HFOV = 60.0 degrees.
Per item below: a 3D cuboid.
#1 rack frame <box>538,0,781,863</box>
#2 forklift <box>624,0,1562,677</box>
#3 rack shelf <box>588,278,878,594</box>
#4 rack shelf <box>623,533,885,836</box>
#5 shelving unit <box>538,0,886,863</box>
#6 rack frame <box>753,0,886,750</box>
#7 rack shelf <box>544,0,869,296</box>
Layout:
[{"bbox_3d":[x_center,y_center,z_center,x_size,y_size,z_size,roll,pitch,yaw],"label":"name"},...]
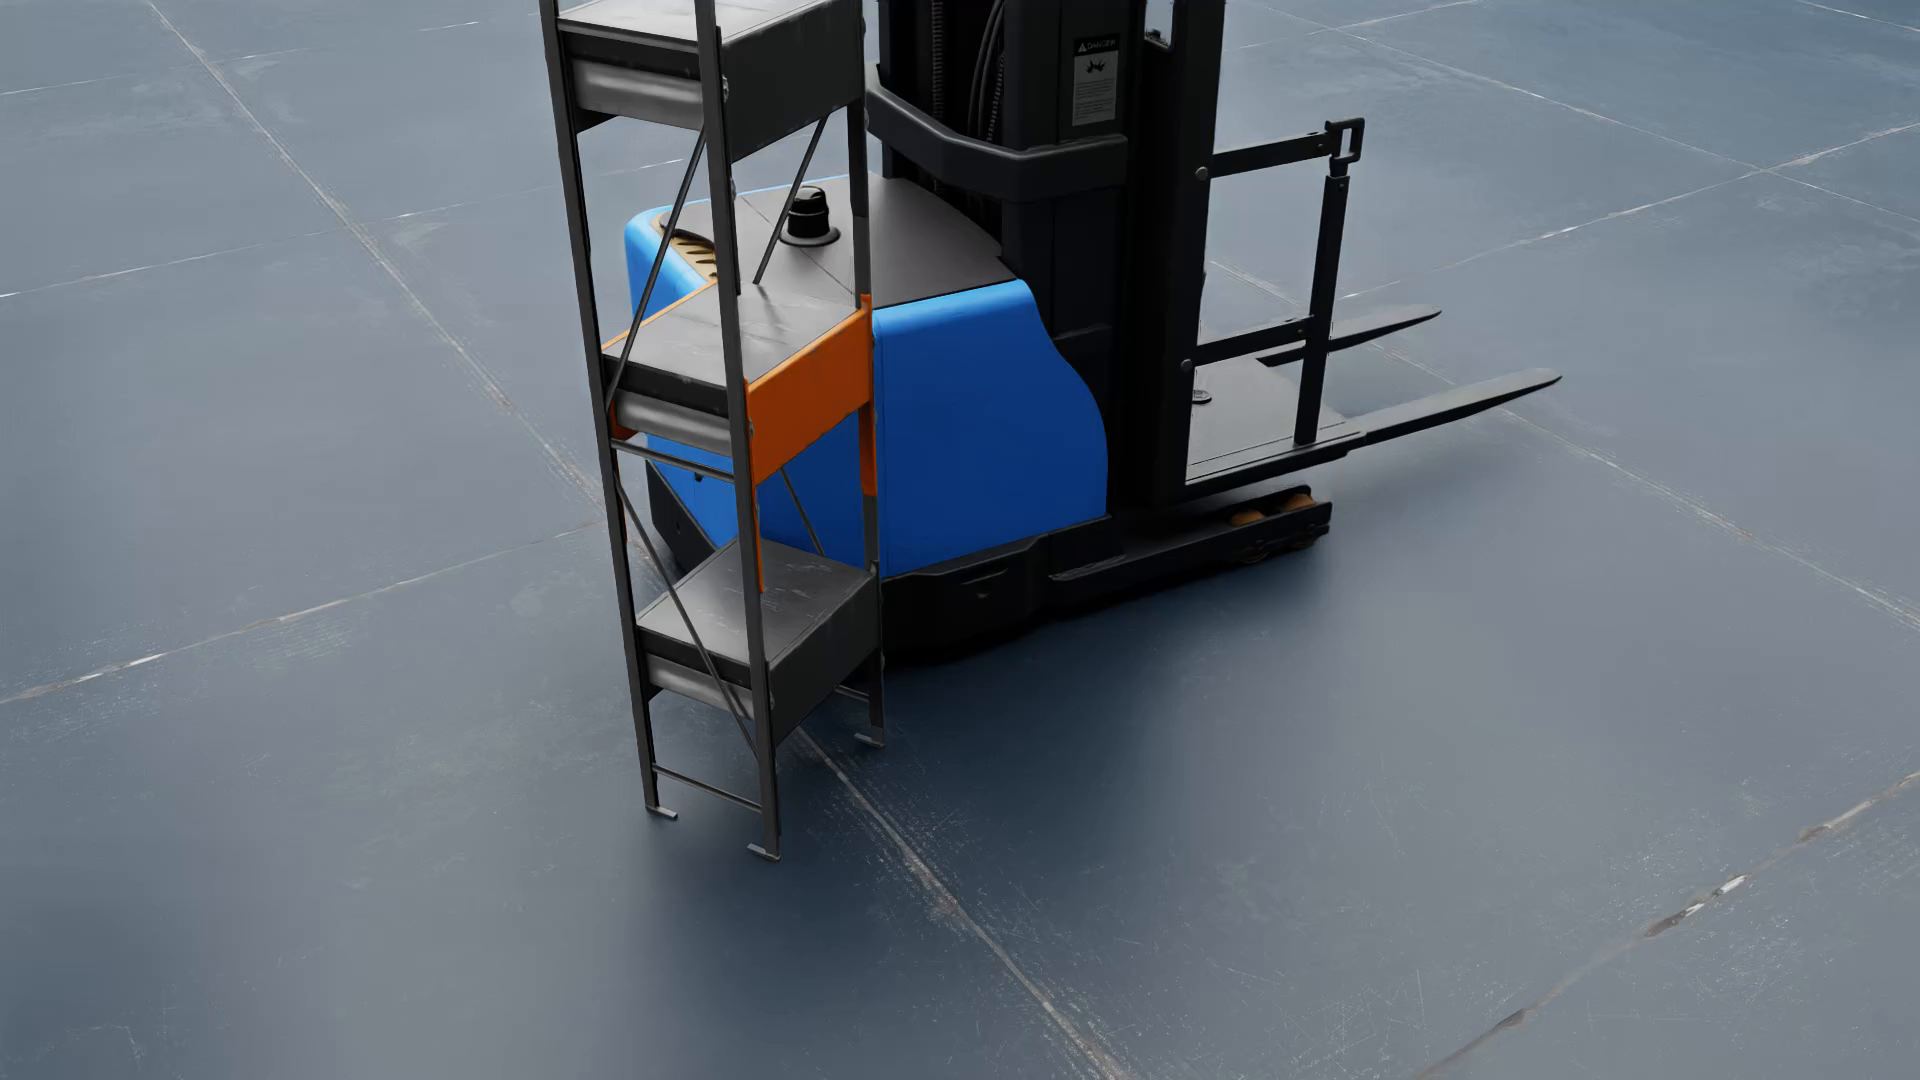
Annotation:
[{"bbox_3d":[-0.612,-0.164,3.543,0.400,2.100,0.015,17,36,24],"label":"rack frame"},{"bbox_3d":[0.582,-1.400,4.722,3.031,2.935,1.130,-16,35,-23],"label":"forklift"},{"bbox_3d":[-0.493,-0.267,3.730,0.431,0.518,0.480,17,36,24],"label":"rack shelf"},{"bbox_3d":[-0.493,0.325,4.104,0.431,0.518,0.480,17,36,24],"label":"rack shelf"},{"bbox_3d":[-0.493,-0.278,3.723,0.431,2.100,0.503,17,36,24],"label":"shelving unit"},{"bbox_3d":[-0.375,-0.392,3.903,0.400,2.100,0.015,17,36,24],"label":"rack frame"},{"bbox_3d":[-0.493,-0.859,3.357,0.431,0.518,0.480,17,36,24],"label":"rack shelf"}]
